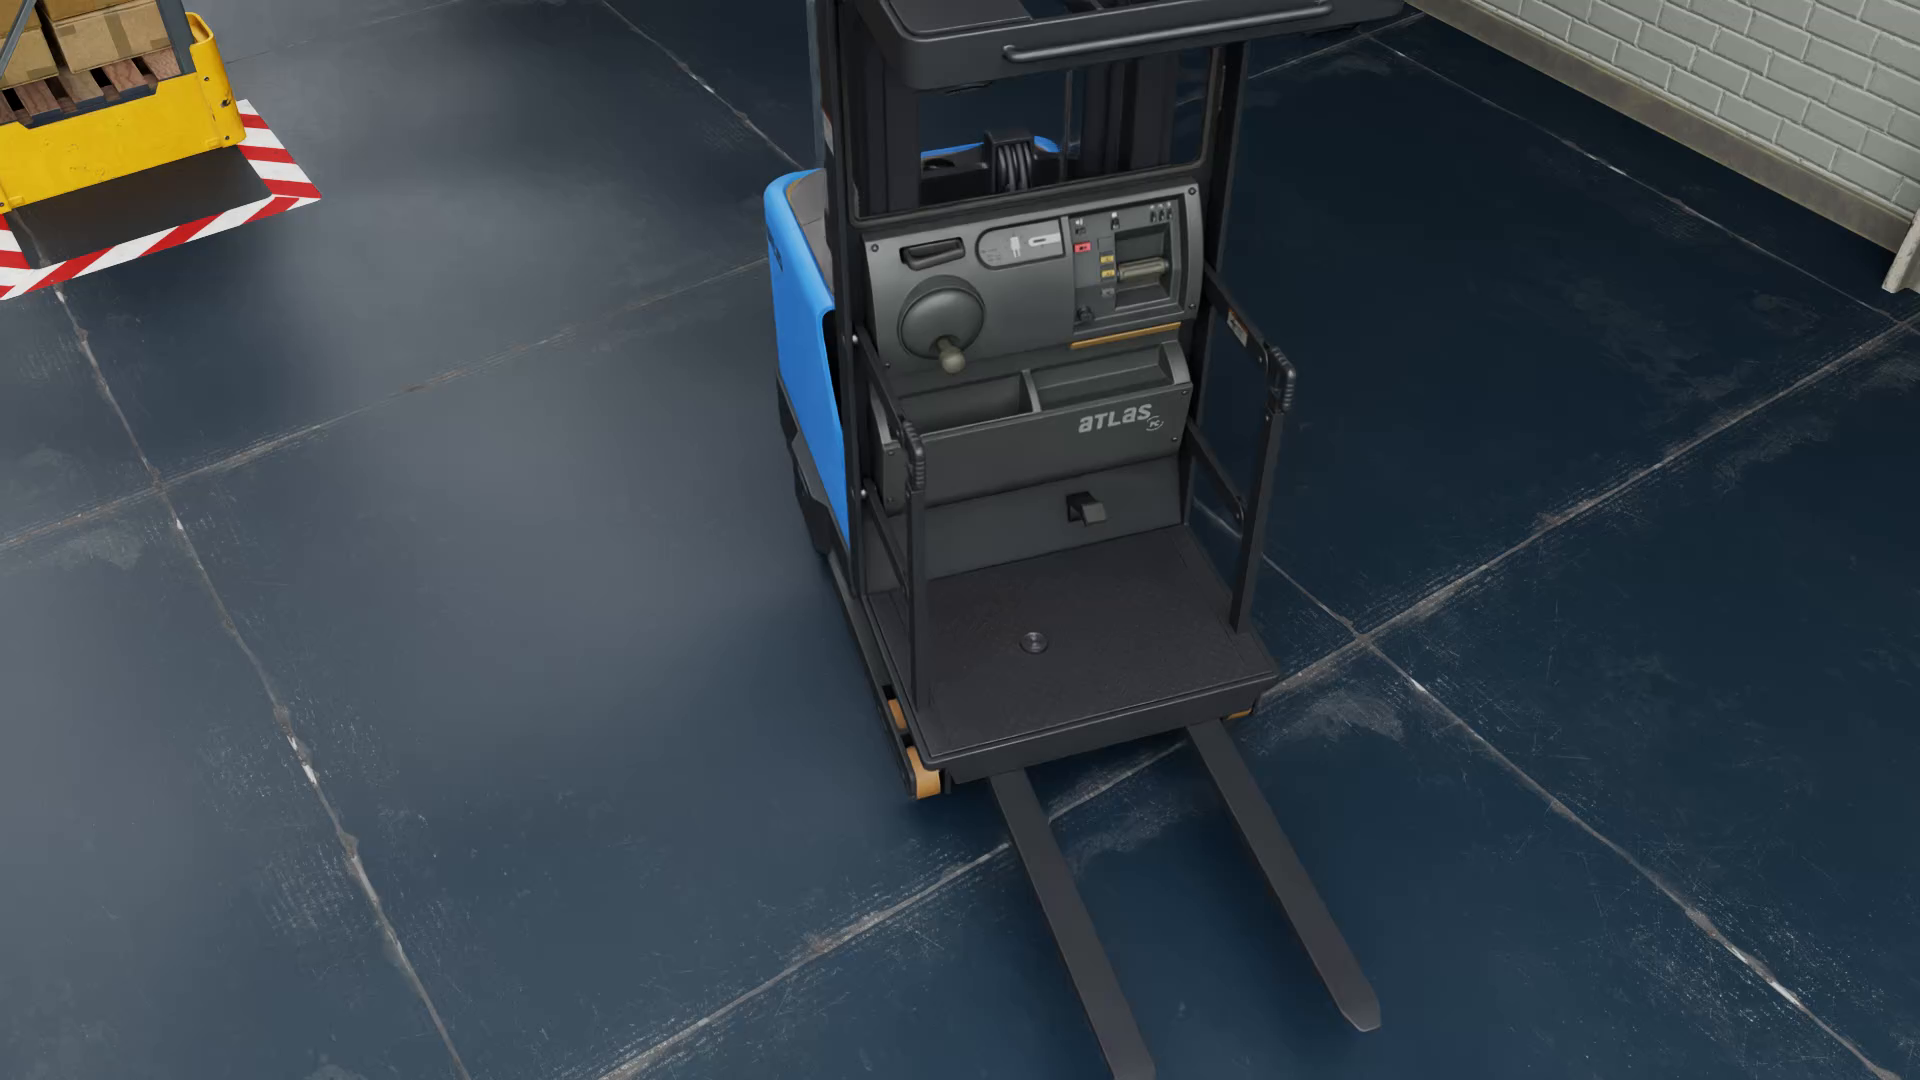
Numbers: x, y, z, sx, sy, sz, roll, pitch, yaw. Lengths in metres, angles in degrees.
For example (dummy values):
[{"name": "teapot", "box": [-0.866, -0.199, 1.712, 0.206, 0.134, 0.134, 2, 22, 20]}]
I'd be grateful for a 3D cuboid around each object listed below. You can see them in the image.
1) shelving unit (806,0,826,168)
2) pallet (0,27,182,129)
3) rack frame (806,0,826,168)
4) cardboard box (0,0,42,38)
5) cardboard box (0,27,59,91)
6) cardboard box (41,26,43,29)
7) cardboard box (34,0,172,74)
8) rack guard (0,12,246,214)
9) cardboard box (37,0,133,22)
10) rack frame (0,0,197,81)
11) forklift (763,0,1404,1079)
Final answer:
[{"name": "shelving unit", "box": [0.021, -1.369, 6.098, 1.083, 1.500, 0.587, 2, 44, 2]}, {"name": "pallet", "box": [-4.295, -2.268, 7.973, 1.003, 0.211, 1.213, -26, 49, -24]}, {"name": "rack frame", "box": [-0.478, -1.383, 6.112, 0.032, 1.500, 0.500, 2, 44, 2]}, {"name": "cardboard box", "box": [-4.488, -2.539, 7.381, 0.500, 0.500, 0.500, -25, 49, -24]}, {"name": "cardboard box", "box": [-4.513, -2.282, 7.655, 0.500, 0.250, 0.500, -26, 49, -25]}, {"name": "cardboard box", "box": [-4.337, -2.775, 8.172, 0.500, 0.250, 0.500, -24, 49, -23]}, {"name": "cardboard box", "box": [-4.051, -2.483, 7.866, 0.500, 0.250, 0.500, -26, 49, -25]}, {"name": "rack guard", "box": [-3.860, -1.898, 7.377, 1.175, 0.500, 0.348, -26, 49, -24]}, {"name": "cardboard box", "box": [-4.065, -2.767, 7.621, 0.500, 0.500, 0.500, -27, 50, -26]}, {"name": "rack frame", "box": [-3.816, -2.760, 6.468, 1.000, 3.000, 0.127, -26, 49, -24]}, {"name": "forklift", "box": [0.275, -0.609, 4.266, 1.130, 2.935, 3.031, -12, 45, -13]}]
